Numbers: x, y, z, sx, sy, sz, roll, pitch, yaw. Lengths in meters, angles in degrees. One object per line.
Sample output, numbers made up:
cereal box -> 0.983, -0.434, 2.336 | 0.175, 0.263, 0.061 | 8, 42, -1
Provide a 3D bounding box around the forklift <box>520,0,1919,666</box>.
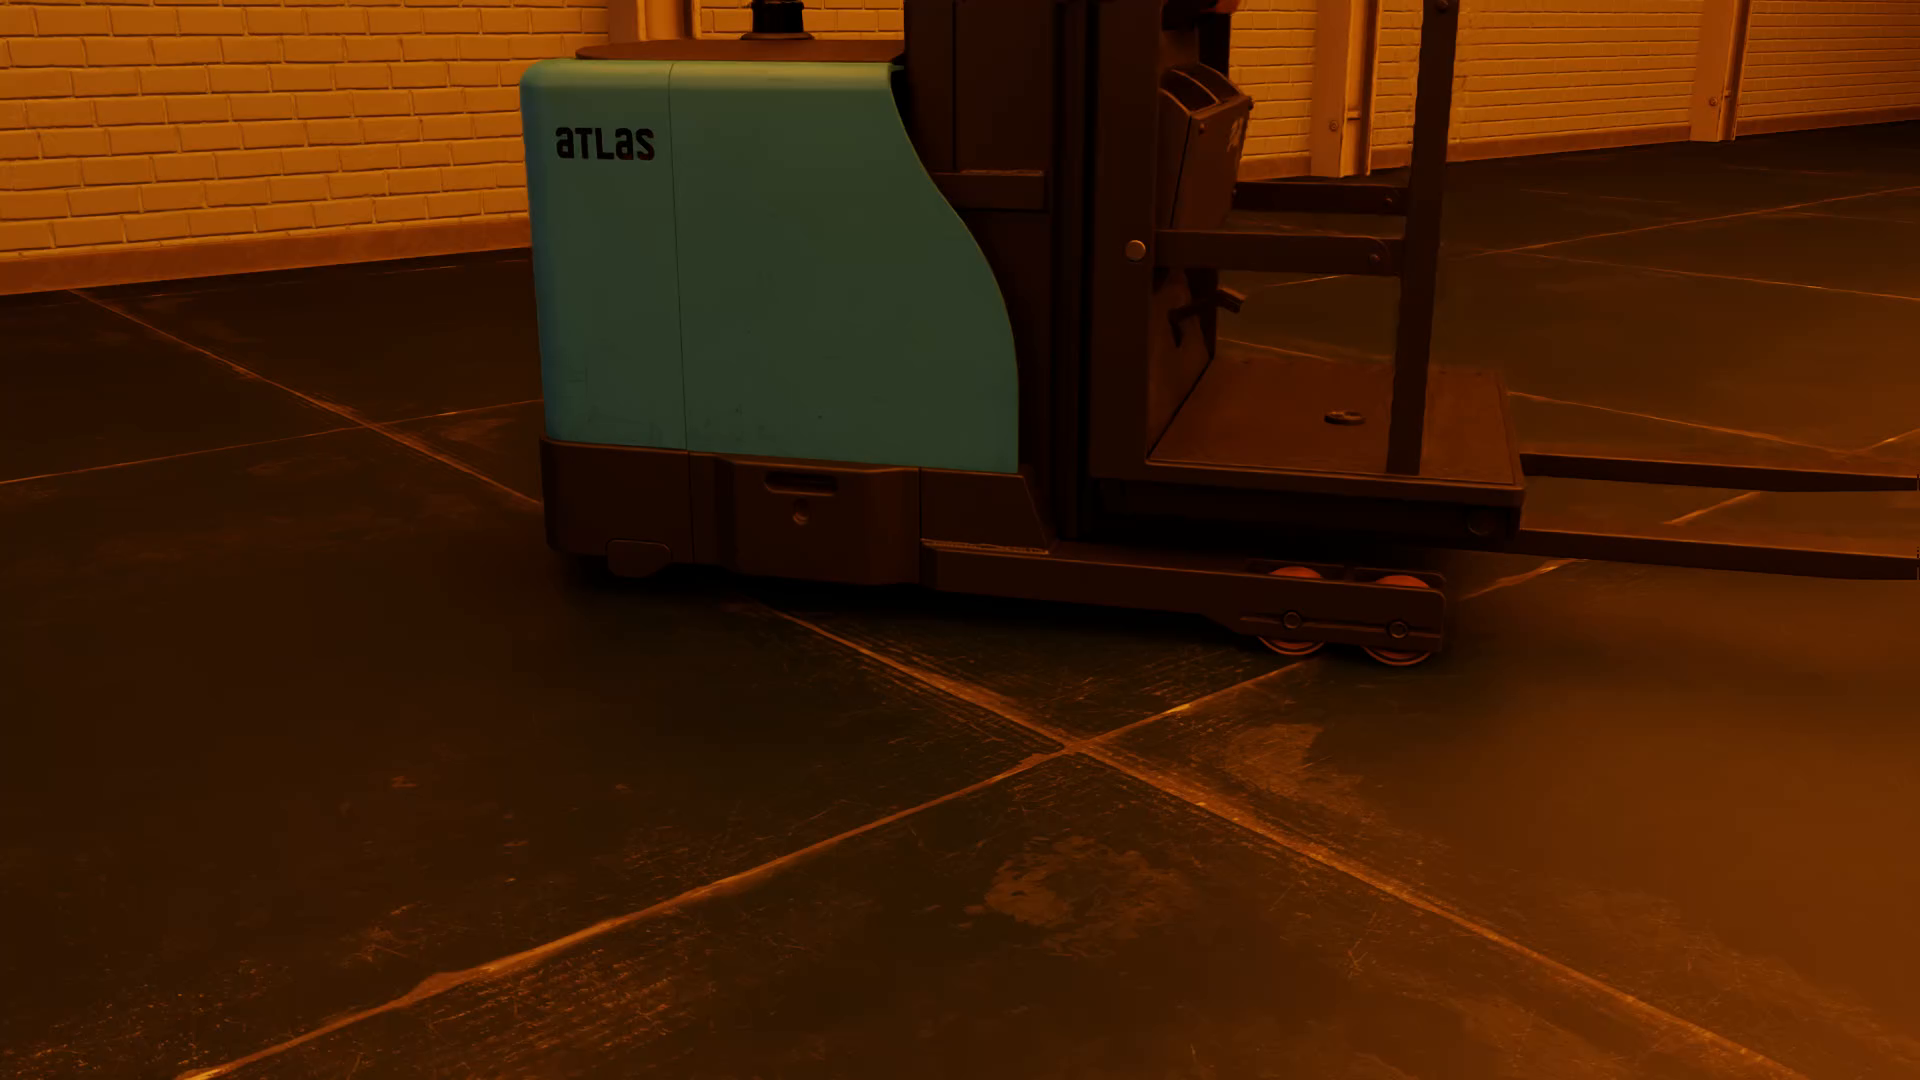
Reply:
forklift -> 0.683, -1.340, 3.224 | 3.031, 2.935, 1.130 | 5, 18, 15
